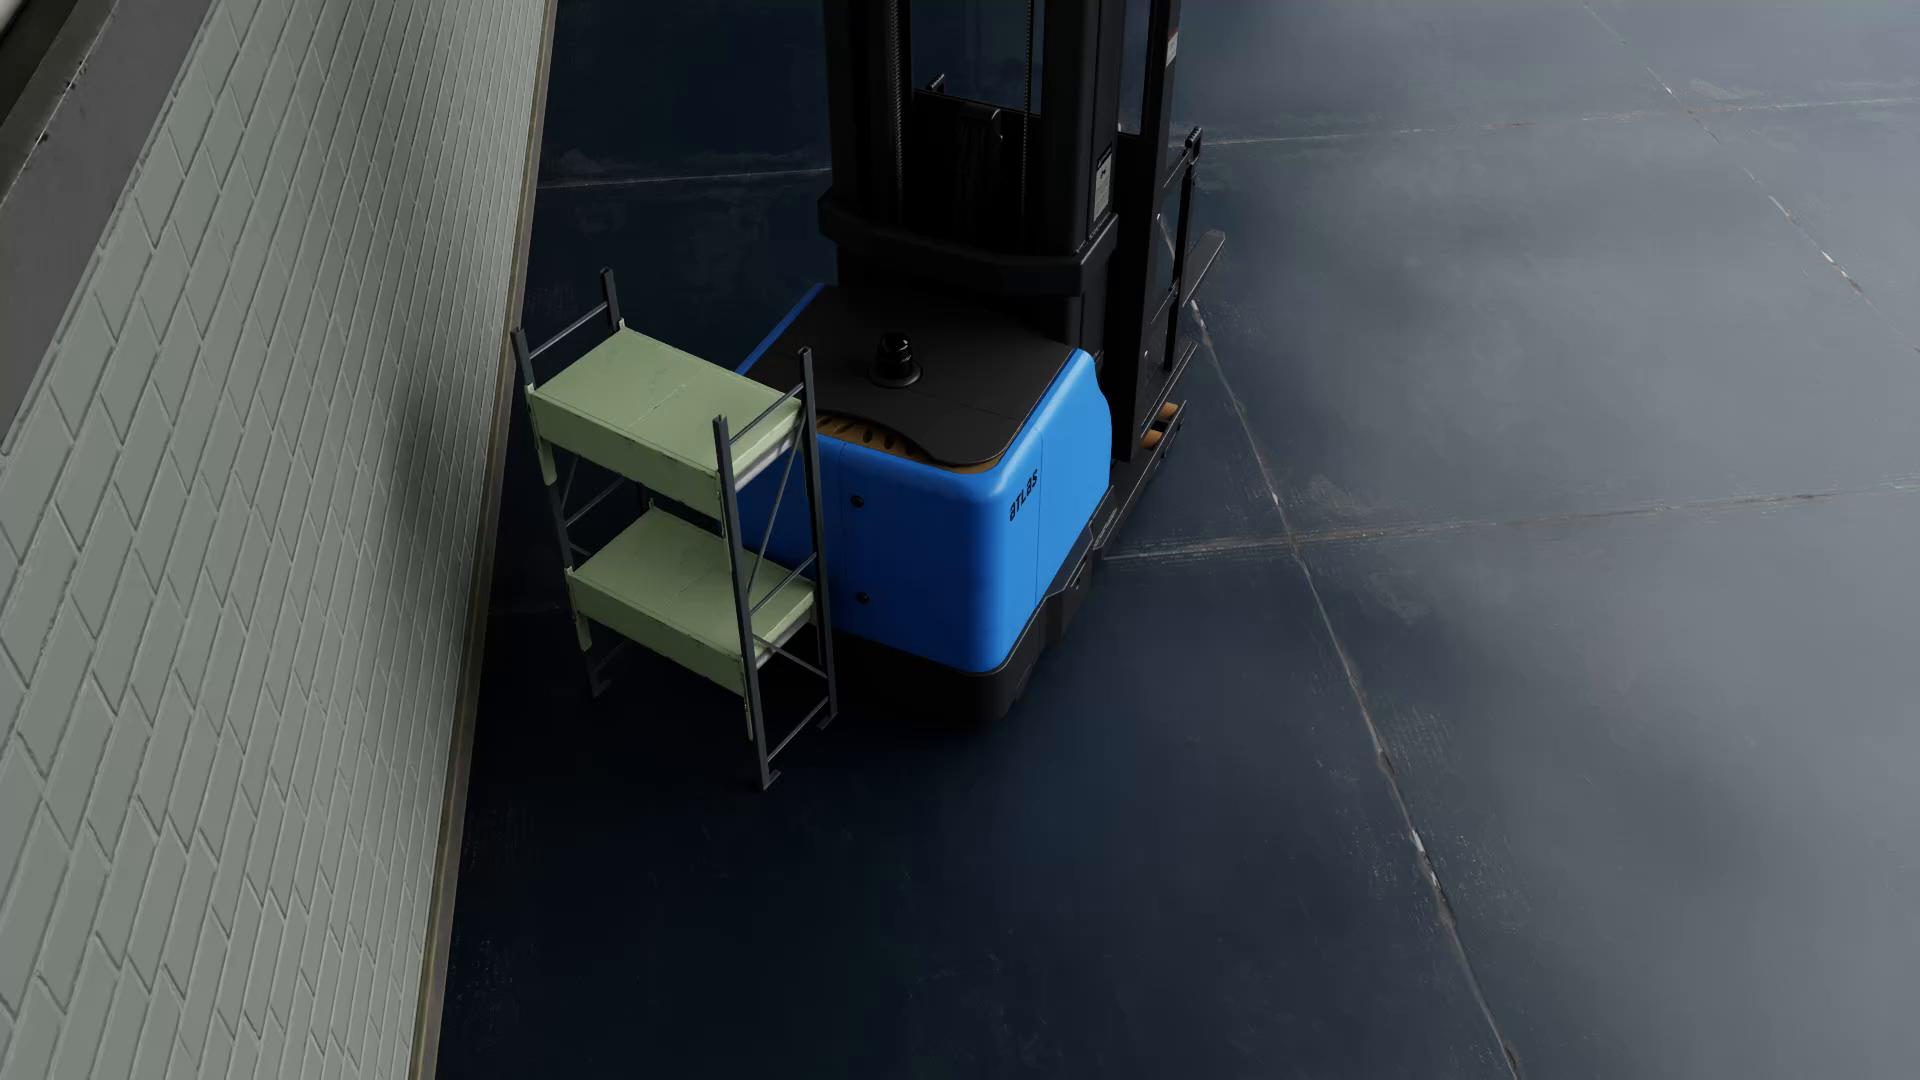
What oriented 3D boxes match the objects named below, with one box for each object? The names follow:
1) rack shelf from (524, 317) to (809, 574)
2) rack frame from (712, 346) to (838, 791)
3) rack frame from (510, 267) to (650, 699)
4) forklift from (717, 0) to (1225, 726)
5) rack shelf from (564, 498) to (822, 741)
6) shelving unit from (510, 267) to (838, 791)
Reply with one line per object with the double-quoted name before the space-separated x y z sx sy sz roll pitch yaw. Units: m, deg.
"rack shelf" -0.837 -0.288 4.867 0.720 0.370 0.431 24 47 24
"rack frame" -0.531 0.136 4.979 0.023 1.500 0.400 24 47 24
"rack frame" -1.143 -0.133 5.278 0.023 1.500 0.400 24 47 24
"forklift" 0.256 -1.468 5.689 1.130 2.935 3.031 17 45 18
"rack shelf" -0.837 0.244 5.347 0.720 0.370 0.431 24 47 24
"shelving unit" -0.837 0.001 5.129 0.755 1.500 0.431 24 47 24
